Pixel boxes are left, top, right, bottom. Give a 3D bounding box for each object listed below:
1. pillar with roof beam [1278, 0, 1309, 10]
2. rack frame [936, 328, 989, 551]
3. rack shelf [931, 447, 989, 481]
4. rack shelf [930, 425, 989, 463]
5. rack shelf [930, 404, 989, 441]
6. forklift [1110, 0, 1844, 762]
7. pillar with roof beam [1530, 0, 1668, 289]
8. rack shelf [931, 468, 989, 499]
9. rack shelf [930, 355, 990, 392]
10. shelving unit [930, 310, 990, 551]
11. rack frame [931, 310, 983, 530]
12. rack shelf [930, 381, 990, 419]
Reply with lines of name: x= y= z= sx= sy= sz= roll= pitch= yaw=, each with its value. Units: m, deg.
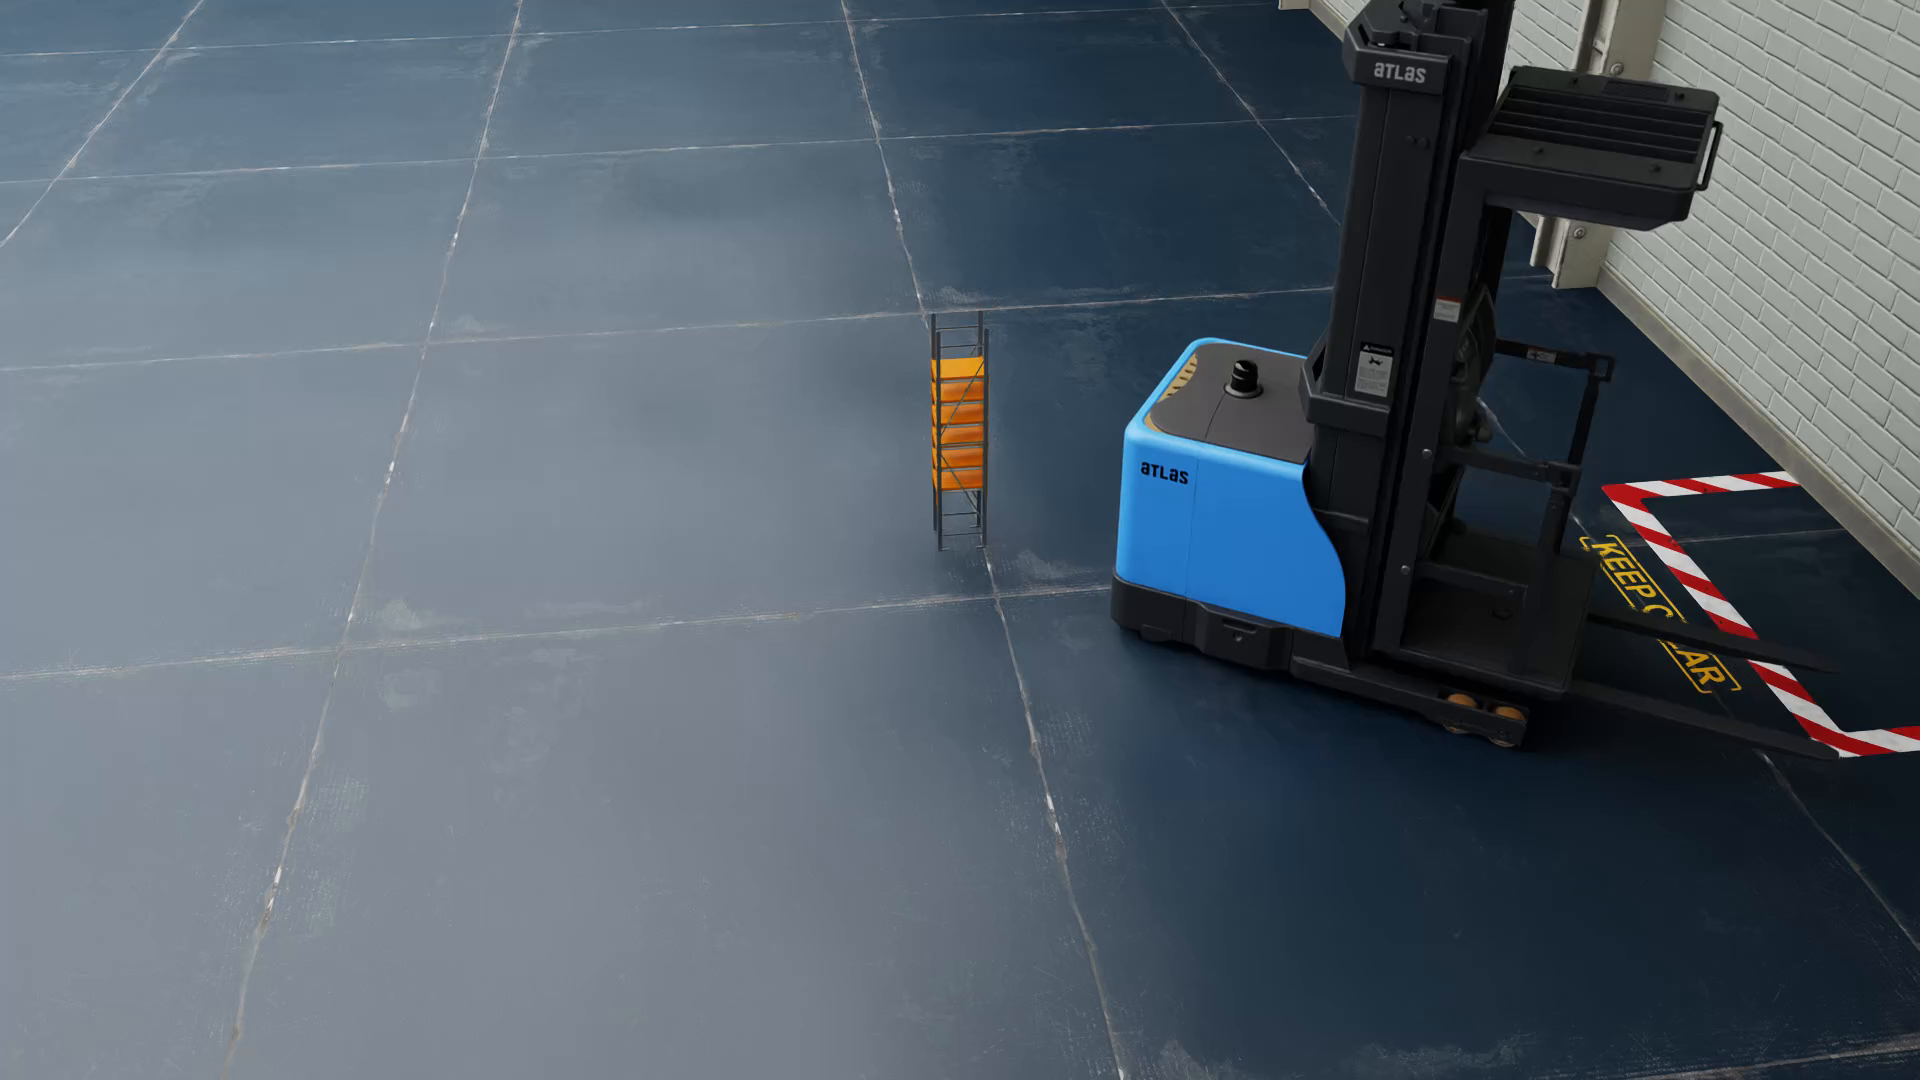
pillar with roof beam: x=-1.155 y=-8.462 z=12.676 sx=9.100 sy=9.000 sz=0.400 roll=-4 pitch=35 yaw=-6
rack frame: x=0.010 y=-0.453 z=7.849 sx=0.240 sy=1.200 sz=0.006 roll=-4 pitch=35 yaw=-6
rack shelf: x=-0.002 y=-0.368 z=8.017 sx=0.258 sy=0.103 sz=0.180 roll=-4 pitch=35 yaw=-6
rack shelf: x=-0.002 y=-0.467 z=7.949 sx=0.258 sy=0.103 sz=0.180 roll=-4 pitch=35 yaw=-6
rack shelf: x=-0.002 y=-0.566 z=7.881 sx=0.258 sy=0.103 sz=0.180 roll=-4 pitch=35 yaw=-6
forklift: x=2.246 y=-0.687 z=6.656 sx=3.031 sy=2.935 sz=1.130 roll=15 pitch=37 yaw=21
pillar with roof beam: x=-0.348 y=-5.114 z=7.763 sx=9.100 sy=9.000 sz=0.400 roll=-4 pitch=35 yaw=-6
rack shelf: x=-0.002 y=-0.269 z=8.084 sx=0.258 sy=0.103 sz=0.180 roll=-4 pitch=35 yaw=-6
rack shelf: x=-0.002 y=-0.765 z=7.746 sx=0.258 sy=0.103 sz=0.180 roll=-4 pitch=35 yaw=-6
shelving unit: x=-0.002 y=-0.504 z=7.924 sx=0.258 sy=1.200 sz=0.189 roll=-4 pitch=35 yaw=-6
rack frame: x=-0.014 y=-0.555 z=7.999 sx=0.240 sy=1.200 sz=0.006 roll=-4 pitch=35 yaw=-6
rack shelf: x=-0.002 y=-0.665 z=7.814 sx=0.258 sy=0.103 sz=0.180 roll=-4 pitch=35 yaw=-6
